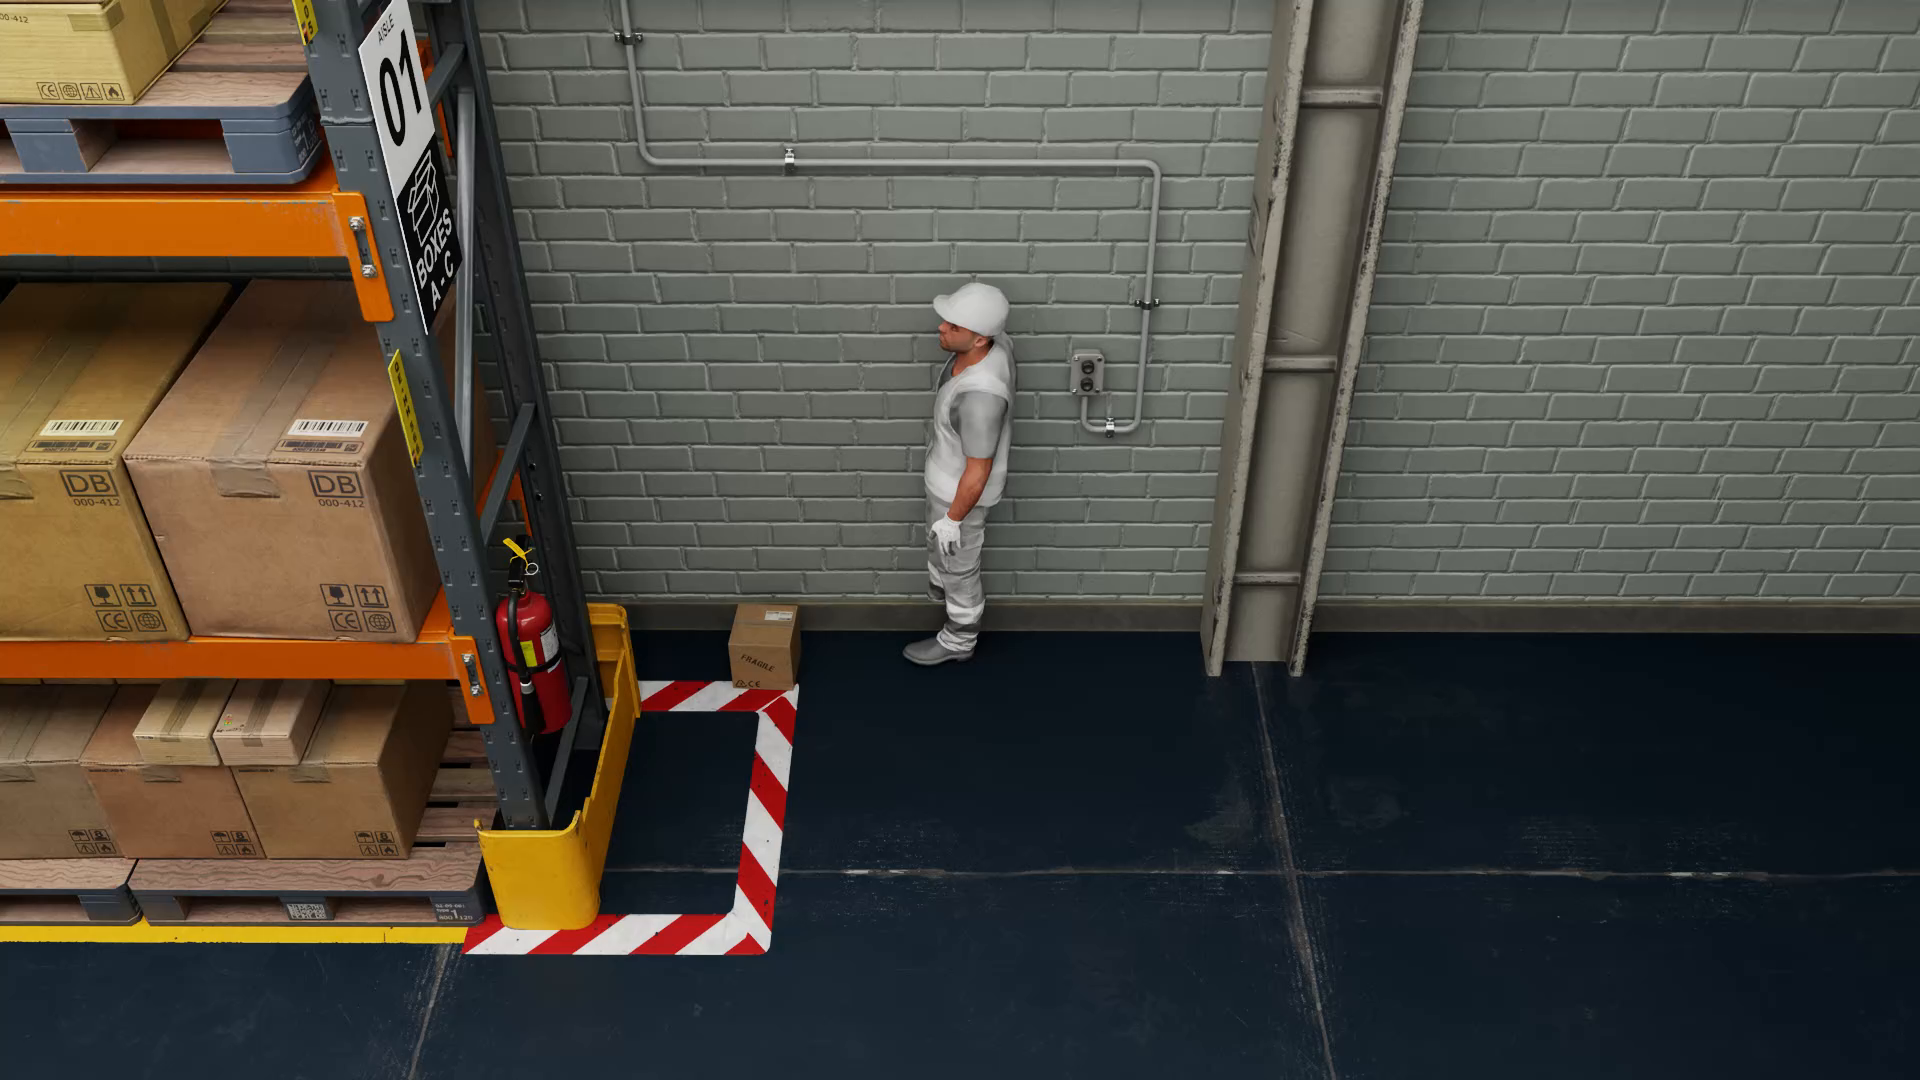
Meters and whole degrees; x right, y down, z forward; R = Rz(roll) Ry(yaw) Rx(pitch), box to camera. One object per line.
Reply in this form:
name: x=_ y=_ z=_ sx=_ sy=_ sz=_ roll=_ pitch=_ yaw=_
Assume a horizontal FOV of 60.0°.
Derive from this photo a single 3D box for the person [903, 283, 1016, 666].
person: x=-0.076 y=-0.230 z=6.402 sx=0.558 sy=1.790 sz=0.637 roll=1 pitch=39 yaw=1
